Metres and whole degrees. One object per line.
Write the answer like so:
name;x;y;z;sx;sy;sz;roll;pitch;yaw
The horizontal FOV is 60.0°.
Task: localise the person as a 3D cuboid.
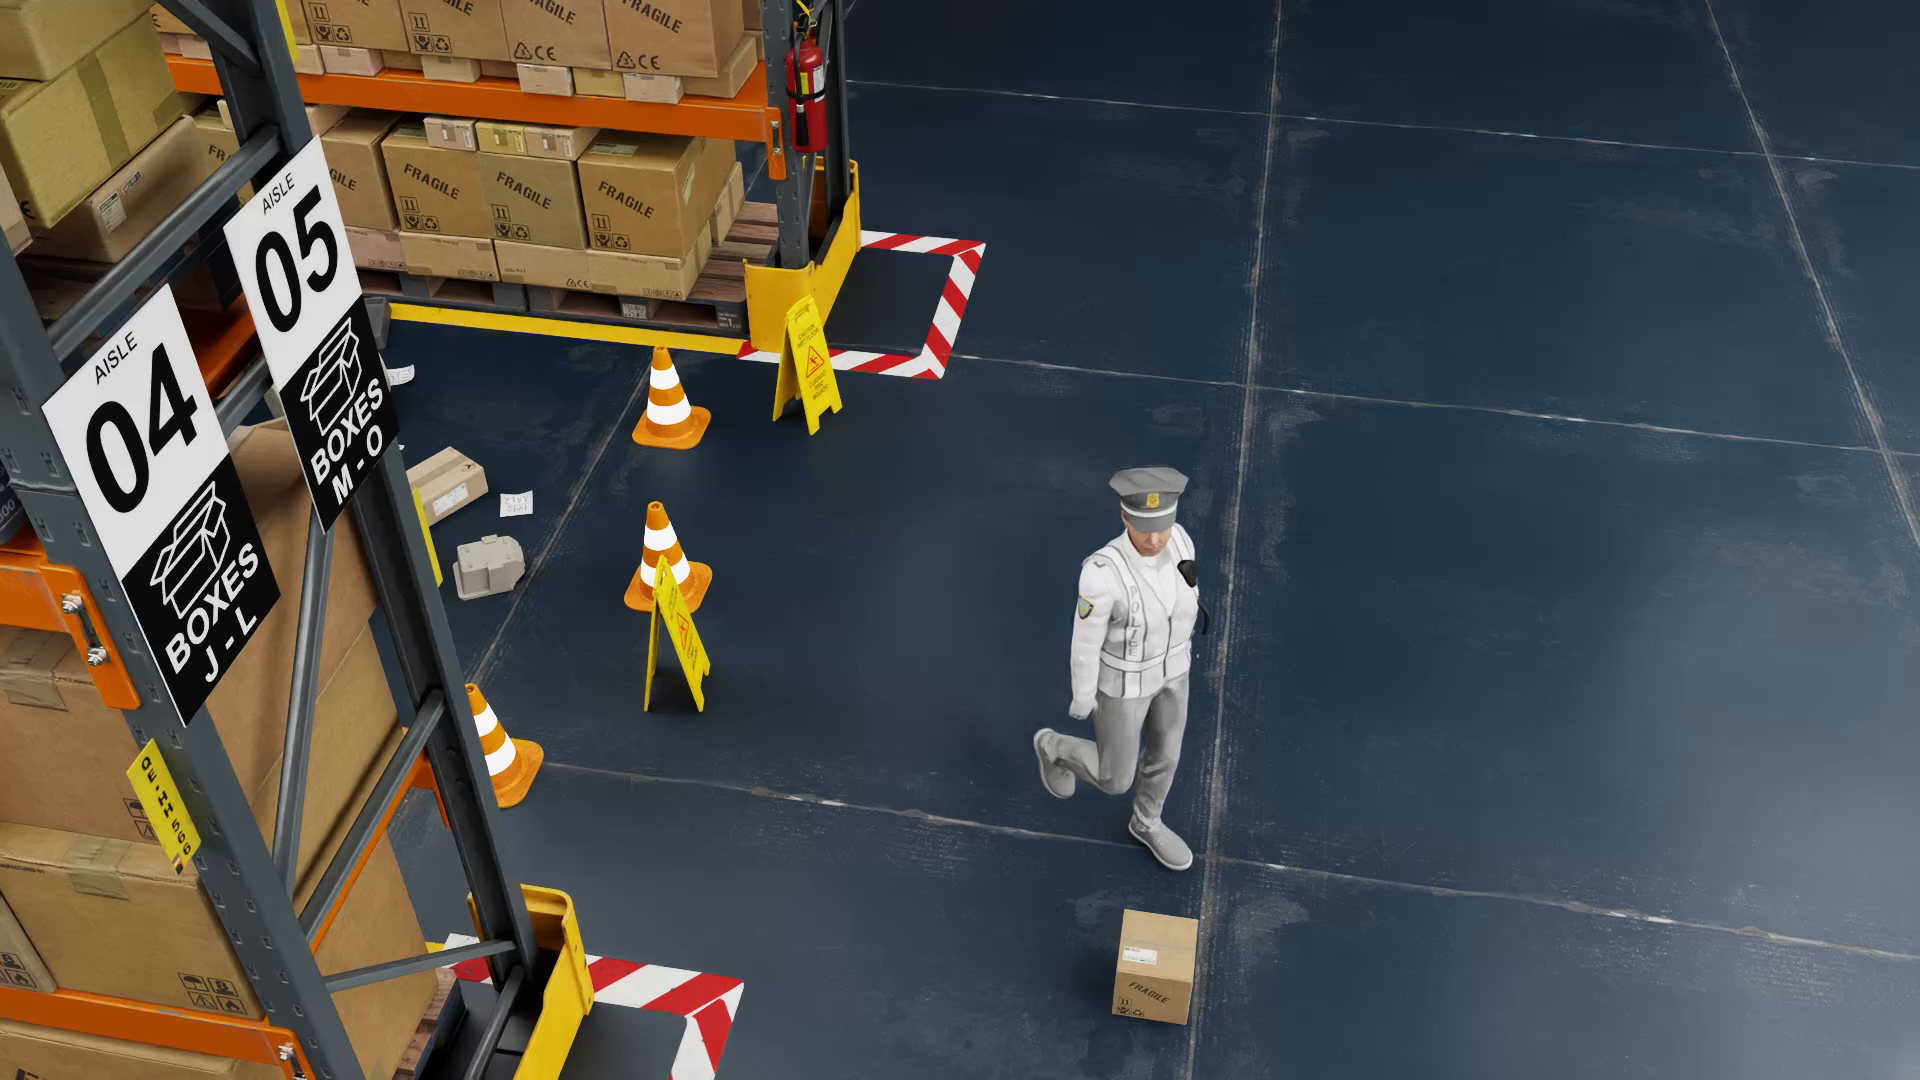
person;0.568;0.427;5.632;0.505;1.669;0.650;-26;47;-27
